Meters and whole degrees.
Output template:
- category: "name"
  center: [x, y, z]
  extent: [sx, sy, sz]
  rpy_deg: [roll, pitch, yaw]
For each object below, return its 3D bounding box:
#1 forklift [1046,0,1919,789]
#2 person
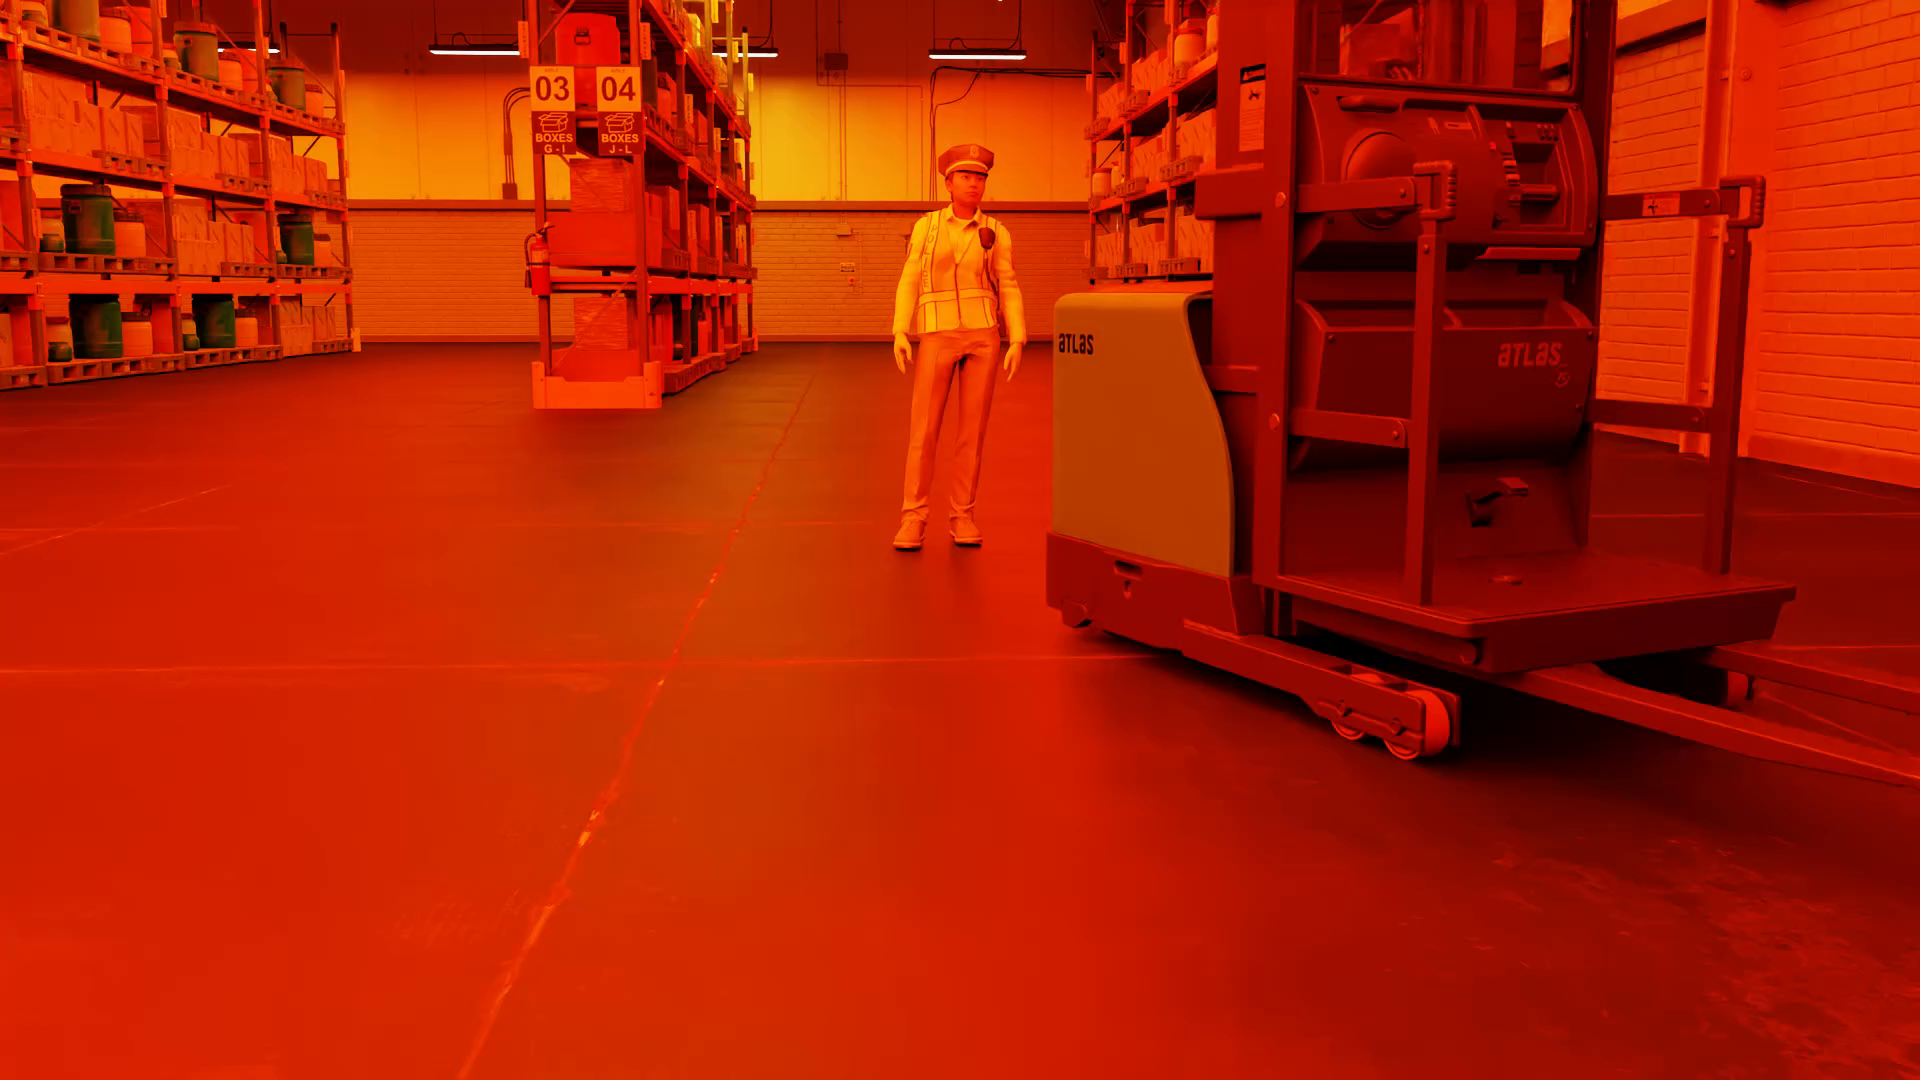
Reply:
- category: "forklift"
  center: [1.384, -1.011, 4.139]
  extent: [1.130, 2.935, 3.031]
  rpy_deg: [-4, 9, -26]
- category: "person"
  center: [-0.003, -0.835, 7.116]
  extent: [0.586, 1.694, 0.530]
  rpy_deg: [-1, 8, -4]
